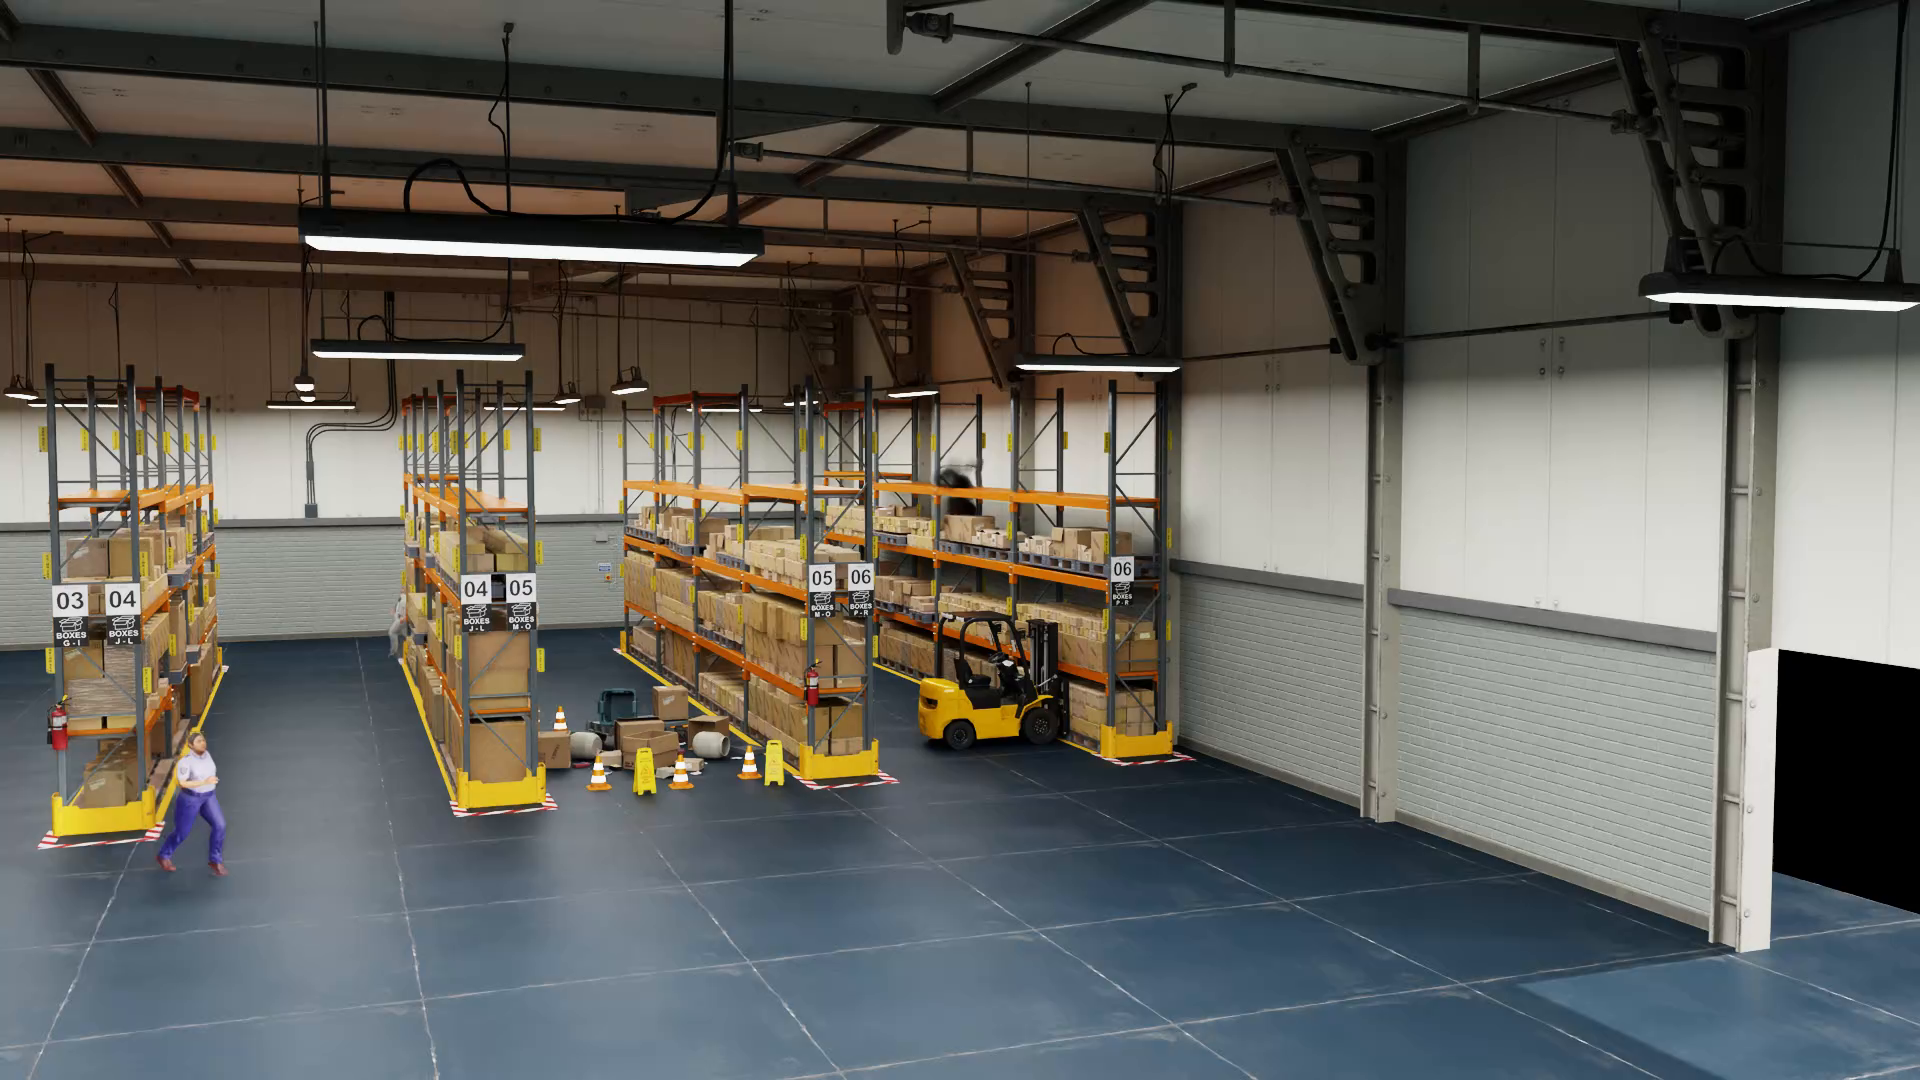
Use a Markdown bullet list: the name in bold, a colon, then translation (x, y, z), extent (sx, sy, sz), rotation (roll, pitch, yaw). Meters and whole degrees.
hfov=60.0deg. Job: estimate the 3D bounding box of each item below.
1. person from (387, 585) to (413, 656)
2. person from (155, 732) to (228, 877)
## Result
- **person**: translation (-13.106, 1.870, 38.998), extent (0.761, 1.799, 0.703), rotation (0, 3, -3)
- **person**: translation (-8.880, 3.073, 19.276), extent (0.882, 1.675, 0.611), rotation (1, 4, 23)
